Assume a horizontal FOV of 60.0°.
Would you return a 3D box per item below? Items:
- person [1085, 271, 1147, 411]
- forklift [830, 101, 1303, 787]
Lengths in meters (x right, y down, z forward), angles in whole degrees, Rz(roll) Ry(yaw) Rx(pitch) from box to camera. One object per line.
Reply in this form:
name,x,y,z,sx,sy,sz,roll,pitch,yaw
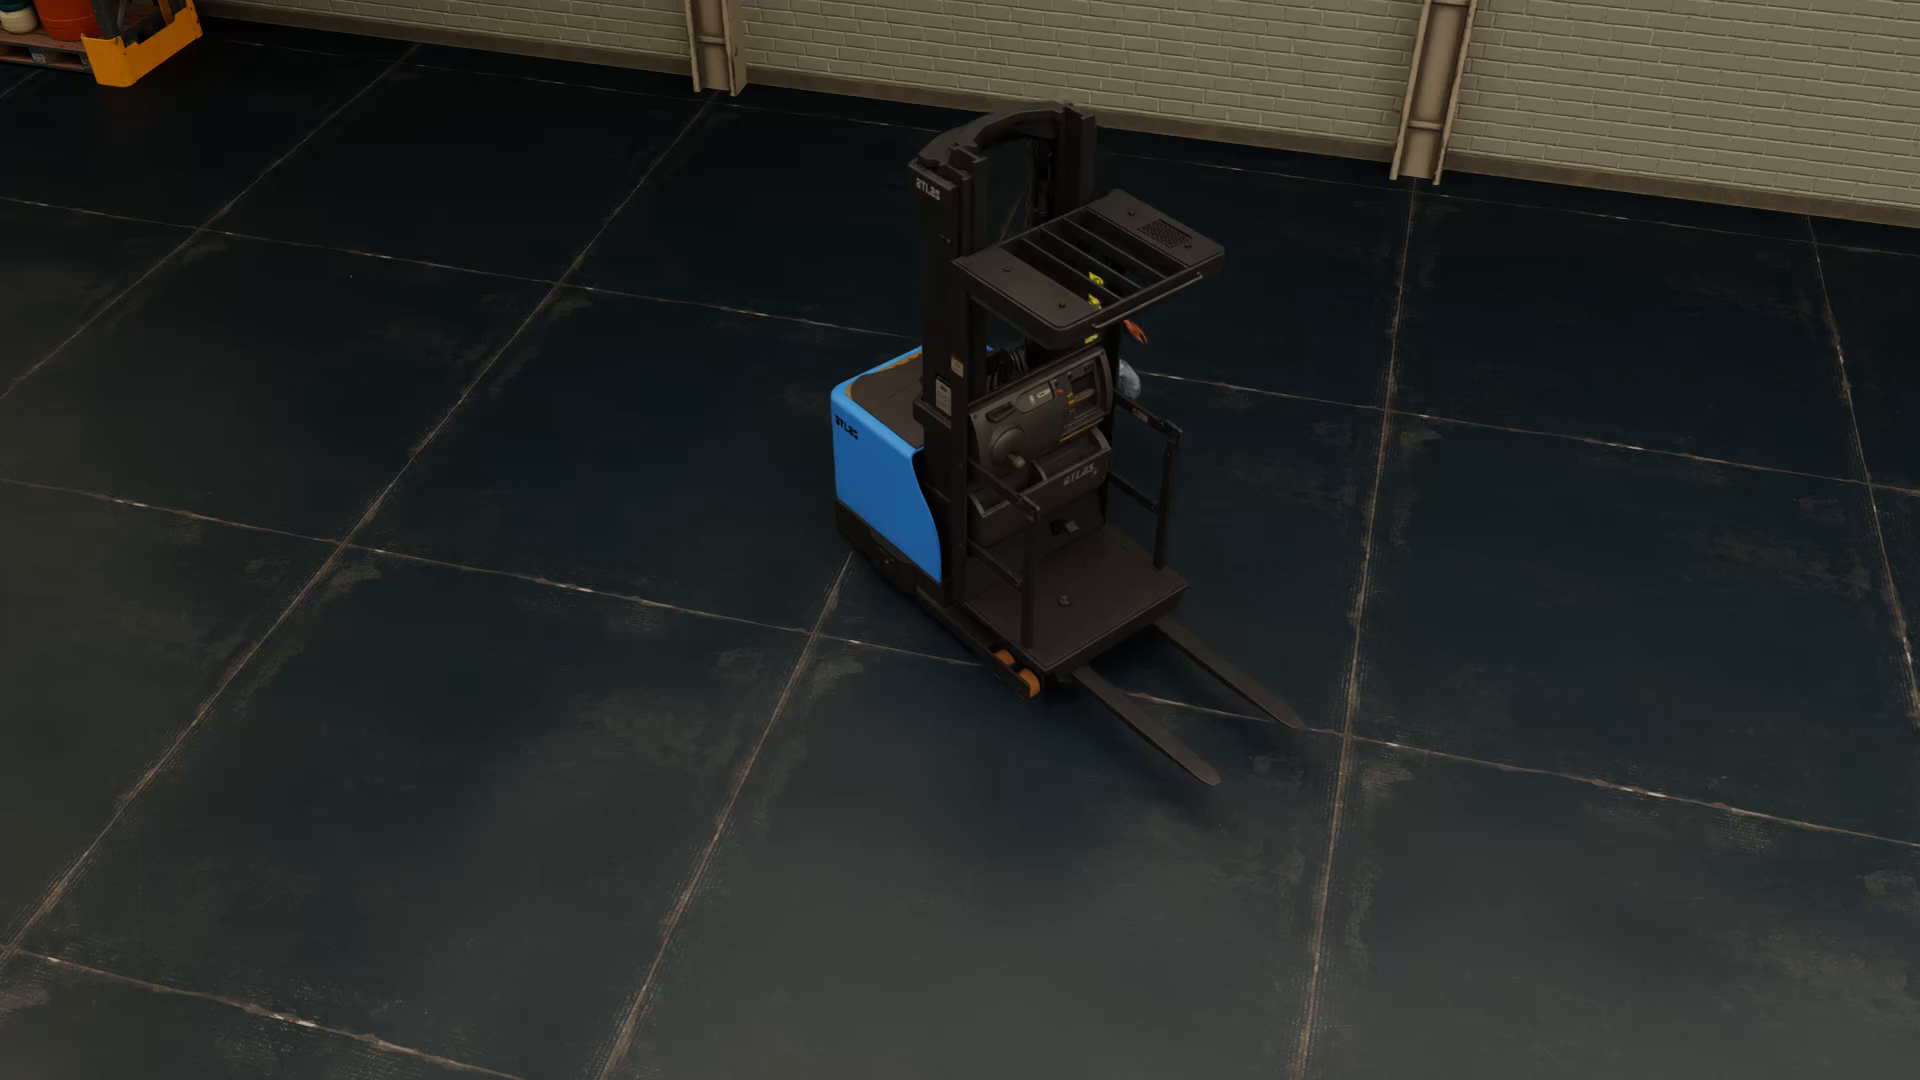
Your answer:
person,0.808,-1.081,10.081,0.733,1.556,0.864,27,48,27
forklift,0.568,-0.609,8.557,1.130,2.935,3.031,-28,49,-29
